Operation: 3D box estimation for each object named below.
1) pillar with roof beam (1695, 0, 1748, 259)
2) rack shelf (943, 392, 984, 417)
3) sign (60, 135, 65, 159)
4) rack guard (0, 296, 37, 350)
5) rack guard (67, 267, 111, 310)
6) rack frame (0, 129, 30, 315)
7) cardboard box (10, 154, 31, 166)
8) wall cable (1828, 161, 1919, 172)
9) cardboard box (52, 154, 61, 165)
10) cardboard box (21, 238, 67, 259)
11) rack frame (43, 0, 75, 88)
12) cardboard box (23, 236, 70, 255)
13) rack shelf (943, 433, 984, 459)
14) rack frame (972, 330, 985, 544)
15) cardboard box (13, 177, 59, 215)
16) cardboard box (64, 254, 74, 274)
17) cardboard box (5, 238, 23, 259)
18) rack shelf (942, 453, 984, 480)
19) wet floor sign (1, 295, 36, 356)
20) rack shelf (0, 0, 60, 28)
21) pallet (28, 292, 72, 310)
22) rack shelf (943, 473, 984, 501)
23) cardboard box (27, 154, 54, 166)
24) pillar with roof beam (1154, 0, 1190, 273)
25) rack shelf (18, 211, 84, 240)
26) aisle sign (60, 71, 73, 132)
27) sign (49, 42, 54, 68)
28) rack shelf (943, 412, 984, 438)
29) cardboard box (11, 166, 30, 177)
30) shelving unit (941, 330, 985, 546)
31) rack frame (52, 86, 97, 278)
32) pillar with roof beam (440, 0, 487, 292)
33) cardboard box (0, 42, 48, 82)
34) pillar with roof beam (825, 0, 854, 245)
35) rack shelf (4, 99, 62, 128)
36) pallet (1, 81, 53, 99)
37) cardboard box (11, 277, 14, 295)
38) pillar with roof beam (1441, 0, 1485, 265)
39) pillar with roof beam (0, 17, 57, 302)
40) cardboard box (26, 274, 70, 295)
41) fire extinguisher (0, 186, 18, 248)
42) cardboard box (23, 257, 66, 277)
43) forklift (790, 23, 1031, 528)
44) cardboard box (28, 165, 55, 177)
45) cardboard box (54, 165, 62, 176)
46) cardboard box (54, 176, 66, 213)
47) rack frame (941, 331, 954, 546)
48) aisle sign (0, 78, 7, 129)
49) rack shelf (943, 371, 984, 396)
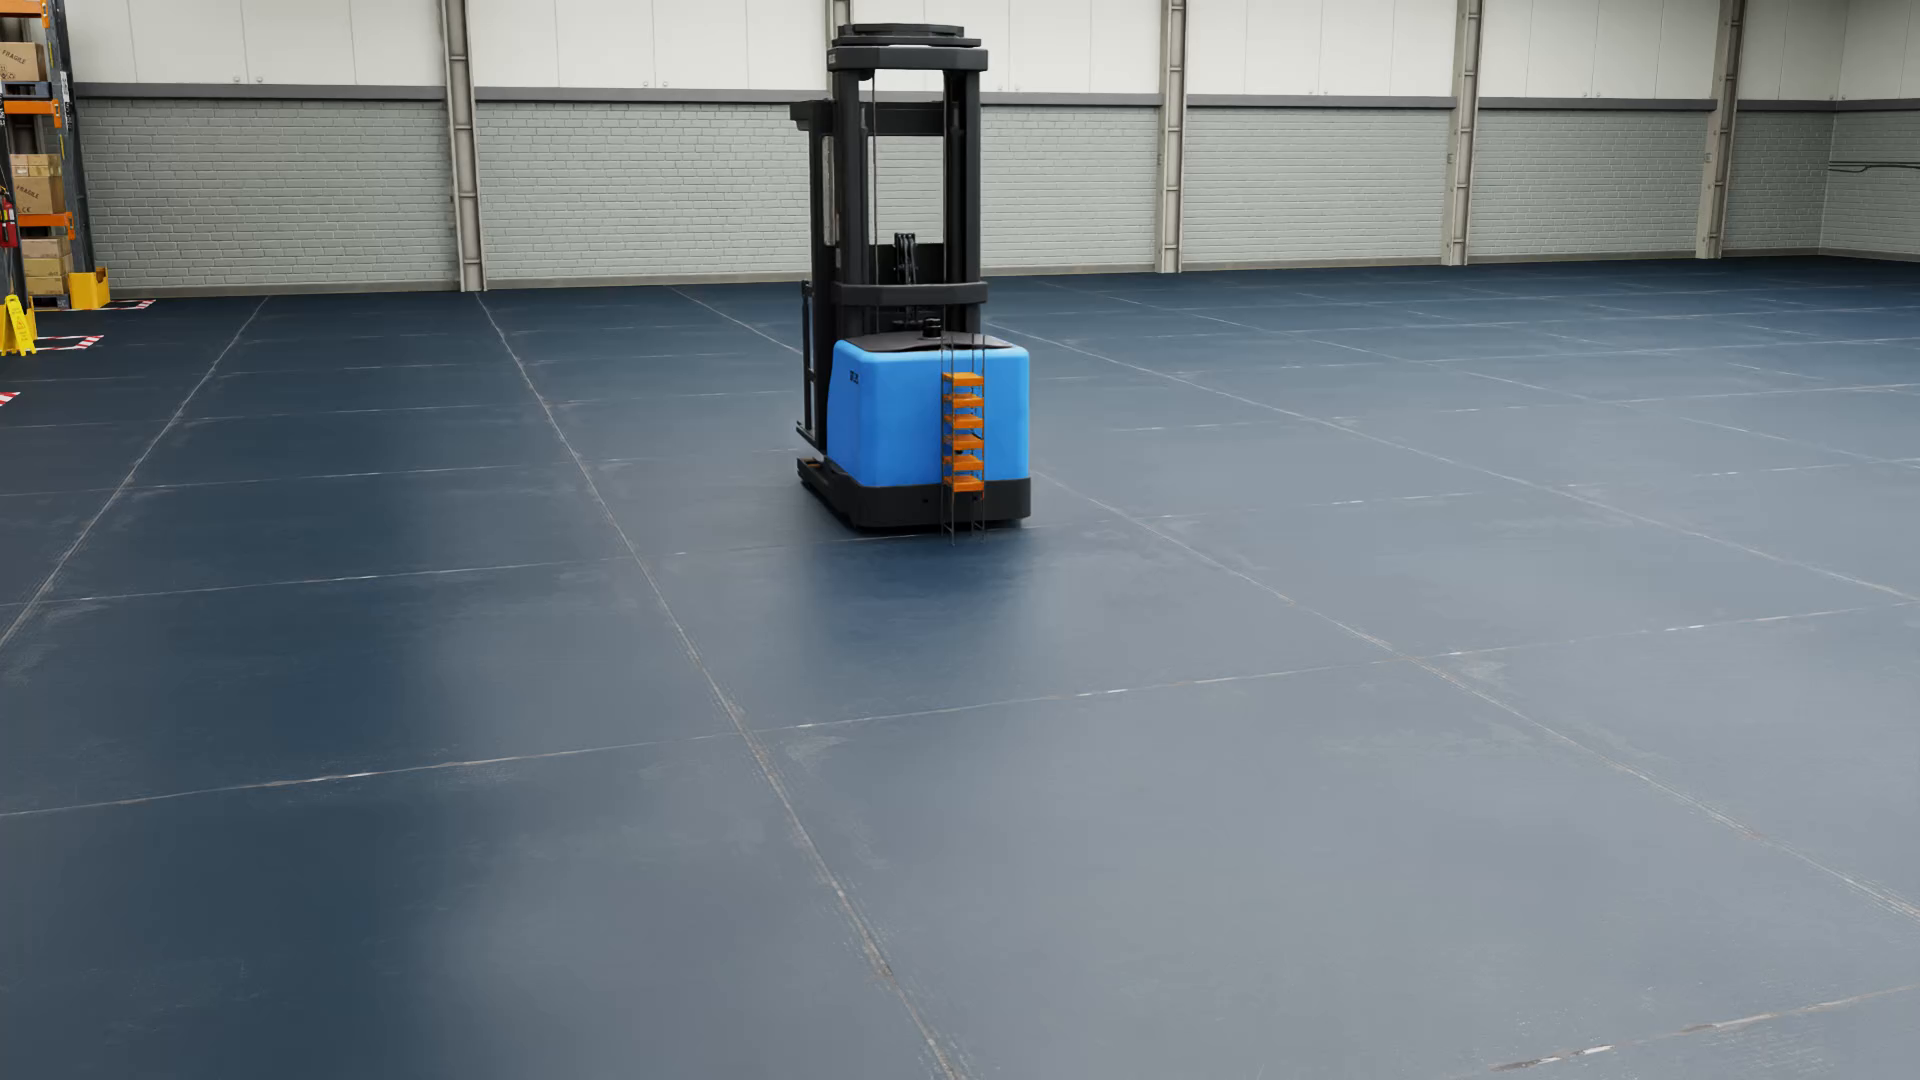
[{"bbox_3d":[16.474,-9.129,28.575,0.400,9.000,9.100,-4,14,-18],"label":"pillar with roof beam"},{"bbox_3d":[0.016,-0.771,9.447,0.180,0.103,0.258,-4,14,-15],"label":"rack shelf"},{"bbox_3d":[-12.225,-5.352,22.649,0.005,0.325,0.100,-4,14,-18],"label":"sign"},{"bbox_3d":[-10.870,-2.484,19.005,0.348,0.500,1.175,-4,14,-18],"label":"rack guard"},{"bbox_3d":[-12.362,-3.580,23.612,0.348,0.500,1.175,-4,14,-18],"label":"rack guard"},{"bbox_3d":[-10.798,-3.706,18.740,0.127,3.000,1.000,-4,14,-18],"label":"rack frame"},{"bbox_3d":[-12.881,-5.205,22.783,0.250,0.149,0.380,-4,14,-18],"label":"cardboard box"},{"bbox_3d":[18.315,-8.490,32.598,0.112,2.526,3.097,-4,14,-18],"label":"wall cable"},{"bbox_3d":[-12.771,-5.325,23.287,0.250,0.149,0.380,-5,14,-19],"label":"cardboard box"},{"bbox_3d":[-12.721,-4.045,23.039,0.500,0.250,0.500,-4,14,-16],"label":"cardboard box"},{"bbox_3d":[-12.384,-7.713,22.621,0.127,3.000,1.000,-4,14,-18],"label":"rack frame"},{"bbox_3d":[-12.900,-4.153,23.494,0.500,0.250,0.500,-5,14,-19],"label":"cardboard box"},{"bbox_3d":[0.016,-0.538,9.503,0.180,0.103,0.258,-4,14,-15],"label":"rack shelf"},{"bbox_3d":[0.104,-0.587,9.517,0.006,1.200,0.240,-4,14,-15],"label":"rack frame"},{"bbox_3d":[-12.767,-4.749,22.909,0.500,0.500,0.500,-5,14,-19],"label":"cardboard box"},{"bbox_3d":[-12.896,-3.915,23.573,0.500,0.250,0.500,-4,14,-17],"label":"cardboard box"},{"bbox_3d":[-13.204,-4.006,22.875,0.500,0.250,0.500,-4,14,-17],"label":"cardboard box"},{"bbox_3d":[0.016,-0.421,9.531,0.180,0.103,0.258,-4,14,-15],"label":"rack shelf"},{"bbox_3d":[-10.277,-2.340,18.084,0.232,0.644,0.267,0,13,1],"label":"wet floor sign"},{"bbox_3d":[-14.280,-7.020,22.130,4.000,0.370,1.077,-4,14,-18],"label":"rack shelf"},{"bbox_3d":[-13.096,-3.372,23.362,1.213,0.211,1.003,-4,14,-18],"label":"pallet"},{"bbox_3d":[0.016,-0.304,9.558,0.180,0.103,0.258,-4,14,-15],"label":"rack shelf"},{"bbox_3d":[-12.657,-5.230,22.889,0.250,0.149,0.380,-4,14,-18],"label":"cardboard box"},{"bbox_3d":[5.101,-8.243,24.852,0.400,9.000,9.100,-4,14,-18],"label":"pillar with roof beam"},{"bbox_3d":[-14.280,-4.296,22.778,4.000,0.370,1.077,-4,14,-18],"label":"rack shelf"},{"bbox_3d":[-12.229,-5.999,22.764,0.004,0.787,0.394,-4,14,-18],"label":"aisle sign"},{"bbox_3d":[-12.225,-6.525,22.370,0.005,0.325,0.100,-4,14,-18],"label":"sign"},{"bbox_3d":[0.016,-0.654,9.475,0.180,0.103,0.258,-4,14,-15],"label":"rack shelf"},{"bbox_3d":[-12.856,-5.046,22.756,0.250,0.149,0.380,-4,14,-17],"label":"cardboard box"},{"bbox_3d":[0.016,-0.581,9.492,0.189,1.200,0.258,-4,14,-15],"label":"shelving unit"},{"bbox_3d":[-12.384,-4.794,23.315,0.127,3.000,1.000,-4,14,-18],"label":"rack frame"},{"bbox_3d":[-6.272,-7.358,21.128,0.400,9.000,9.100,-4,14,-18],"label":"pillar with roof beam"},{"bbox_3d":[-12.726,-6.469,22.534,0.500,0.500,0.500,-4,14,-16],"label":"cardboard box"},{"bbox_3d":[-0.586,-7.800,22.990,0.400,9.000,9.100,-4,14,-18],"label":"pillar with roof beam"},{"bbox_3d":[-14.280,-5.756,22.431,4.000,0.370,1.077,-4,14,-18],"label":"rack shelf"},{"bbox_3d":[-13.063,-6.164,22.783,1.213,0.211,1.003,-4,14,-18],"label":"pallet"},{"bbox_3d":[-13.203,-3.522,23.002,0.500,0.250,0.500,-4,14,-18],"label":"cardboard box"},{"bbox_3d":[10.788,-8.686,26.713,0.400,9.000,9.100,-4,14,-18],"label":"pillar with roof beam"},{"bbox_3d":[-11.959,-6.915,19.267,0.400,9.000,9.100,-4,14,-18],"label":"pillar with roof beam"},{"bbox_3d":[-12.729,-3.557,23.148,0.500,0.250,0.500,-4,14,-18],"label":"cardboard box"},{"bbox_3d":[-10.542,-3.575,18.359,0.183,0.674,0.296,-4,14,-18],"label":"fire extinguisher"},{"bbox_3d":[-12.746,-3.799,23.088,0.500,0.250,0.500,-5,14,-19],"label":"cardboard box"},{"bbox_3d":[-0.473,-1.791,10.839,1.130,2.935,3.031,-4,14,-16],"label":"forklift"},{"bbox_3d":[-12.624,-5.071,22.863,0.250,0.149,0.380,-4,14,-17],"label":"cardboard box"},{"bbox_3d":[-12.789,-5.190,23.362,0.250,0.149,0.380,-5,14,-20],"label":"cardboard box"},{"bbox_3d":[-12.943,-4.867,23.406,0.500,0.500,0.500,-4,14,-16],"label":"cardboard box"},{"bbox_3d":[-0.072,-0.575,9.468,0.006,1.200,0.240,-4,14,-15],"label":"rack frame"},{"bbox_3d":[-10.838,-5.043,18.744,0.004,0.787,0.394,-4,14,-18],"label":"aisle sign"},{"bbox_3d":[0.016,-0.888,9.419,0.180,0.103,0.258,-4,14,-15],"label":"rack shelf"}]
